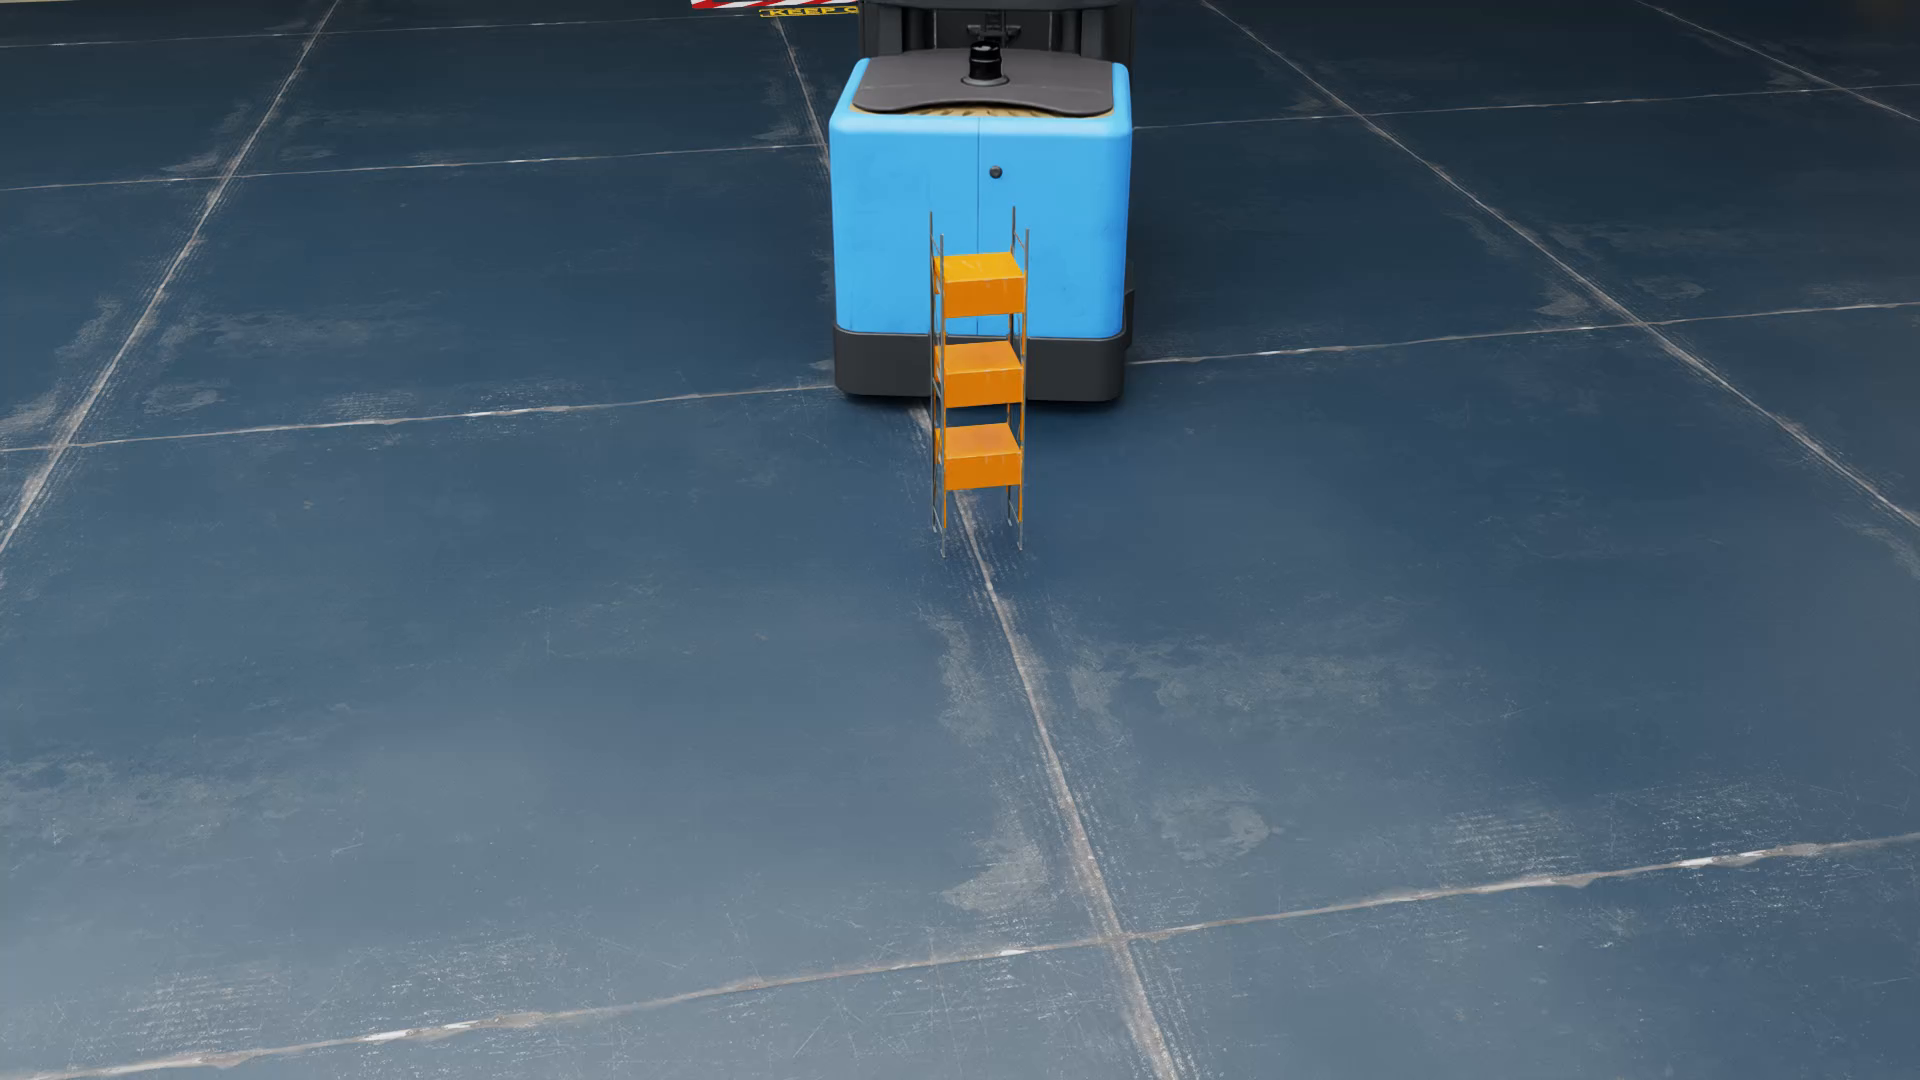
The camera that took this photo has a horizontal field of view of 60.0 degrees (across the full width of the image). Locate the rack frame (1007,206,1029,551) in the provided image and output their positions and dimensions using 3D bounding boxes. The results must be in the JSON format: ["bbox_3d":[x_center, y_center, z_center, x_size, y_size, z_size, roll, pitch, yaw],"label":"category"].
[{"bbox_3d":[0.173,-0.469,5.011,0.008,1.050,0.200,-5,31,-9],"label":"rack frame"}]

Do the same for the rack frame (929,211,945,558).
[{"bbox_3d":[-0.067,-0.446,4.973,0.008,1.050,0.200,-5,31,-9],"label":"rack frame"}]

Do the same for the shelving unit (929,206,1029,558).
[{"bbox_3d":[0.053,-0.457,4.992,0.252,1.050,0.215,-5,31,-9],"label":"shelving unit"}]

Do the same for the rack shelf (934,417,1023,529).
[{"bbox_3d":[0.053,-0.209,5.138,0.240,0.259,0.215,-5,31,-9],"label":"rack shelf"}]

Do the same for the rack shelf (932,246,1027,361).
[{"bbox_3d":[0.053,-0.693,4.854,0.240,0.259,0.215,-5,31,-9],"label":"rack shelf"}]

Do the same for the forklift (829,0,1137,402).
[{"bbox_3d":[0.164,-2.476,6.569,1.130,2.935,3.031,2,31,3],"label":"forklift"}]

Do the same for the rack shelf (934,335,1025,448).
[{"bbox_3d":[0.053,-0.448,4.998,0.240,0.259,0.215,-5,31,-9],"label":"rack shelf"}]
